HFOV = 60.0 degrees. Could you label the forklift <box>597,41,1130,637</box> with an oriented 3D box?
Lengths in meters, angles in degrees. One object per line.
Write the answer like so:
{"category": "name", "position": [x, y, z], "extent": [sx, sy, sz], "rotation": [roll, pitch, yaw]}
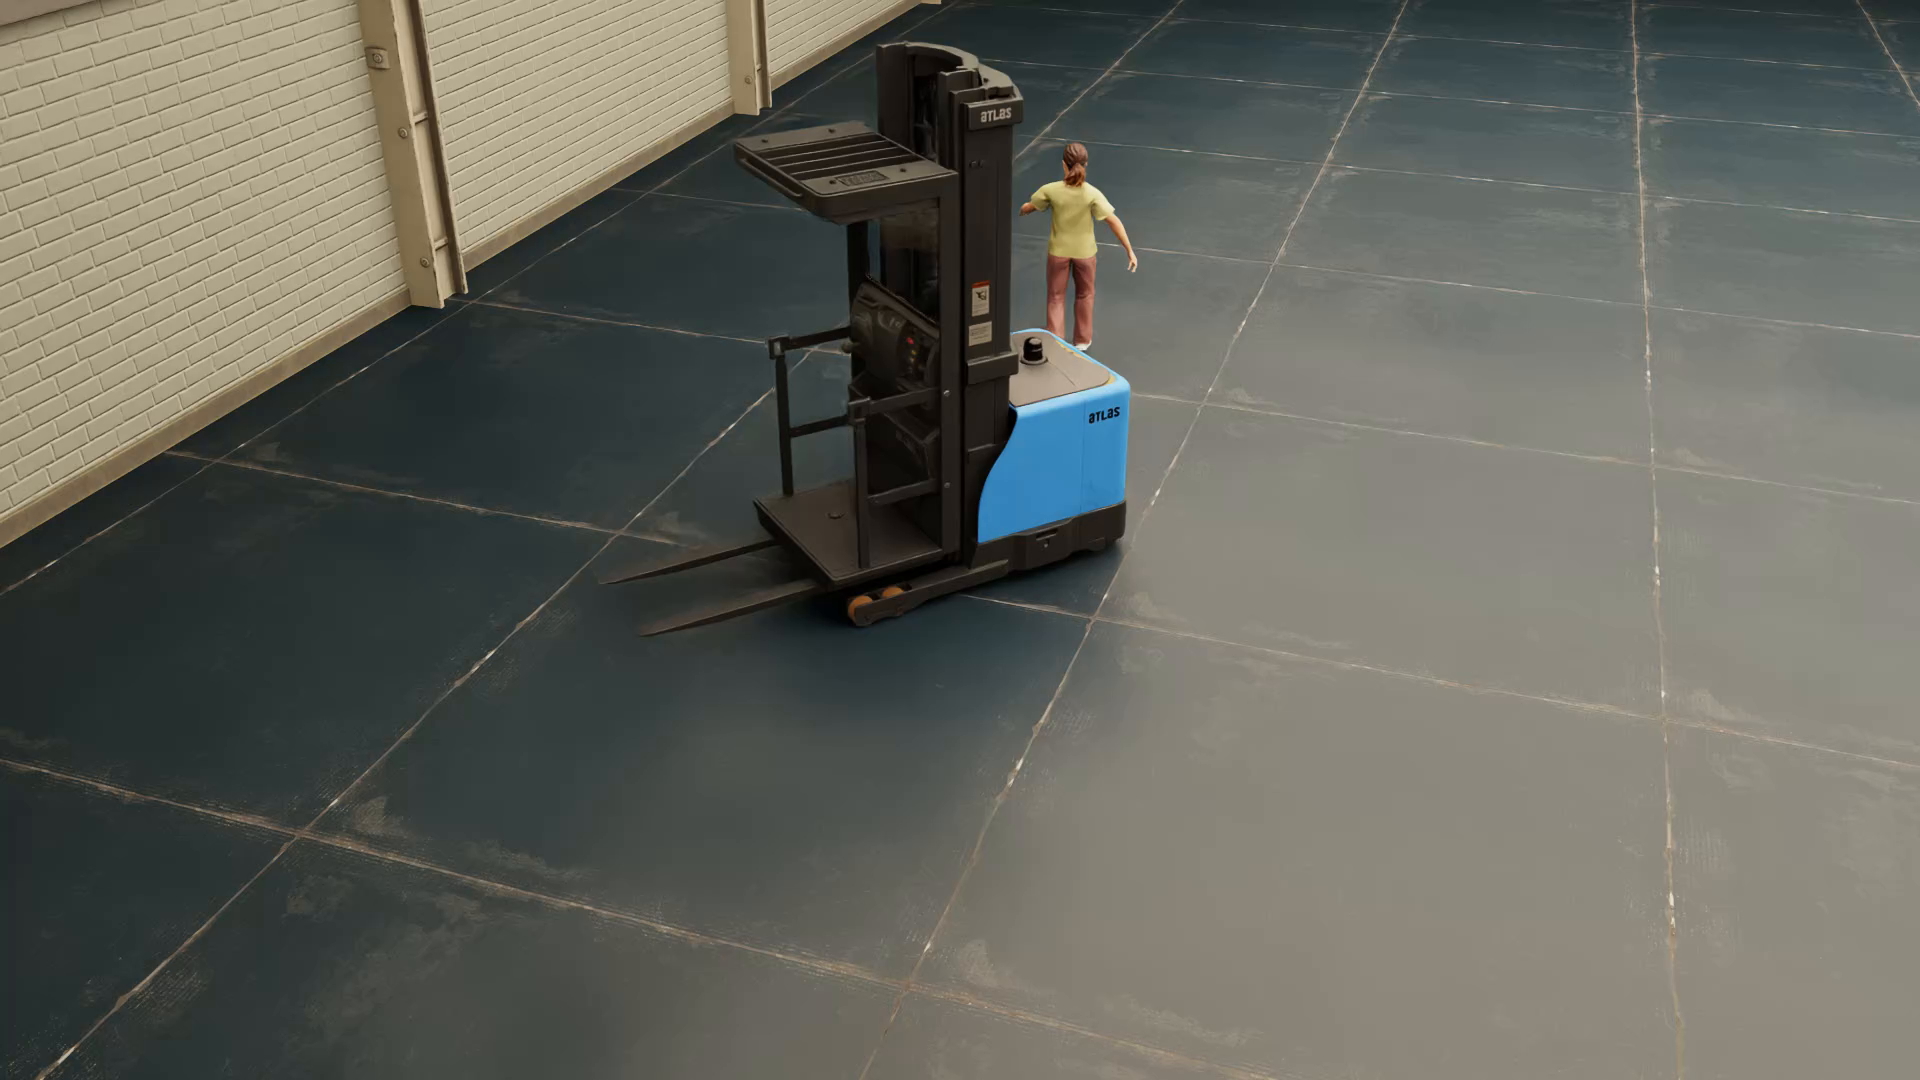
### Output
{"category": "forklift", "position": [-0.543, -1.091, 9.051], "extent": [3.031, 2.935, 1.130], "rotation": [-16, 33, -26]}

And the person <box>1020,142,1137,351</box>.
{"category": "person", "position": [0.854, -2.095, 12.132], "extent": [0.885, 1.663, 0.716], "rotation": [3, 30, 6]}
